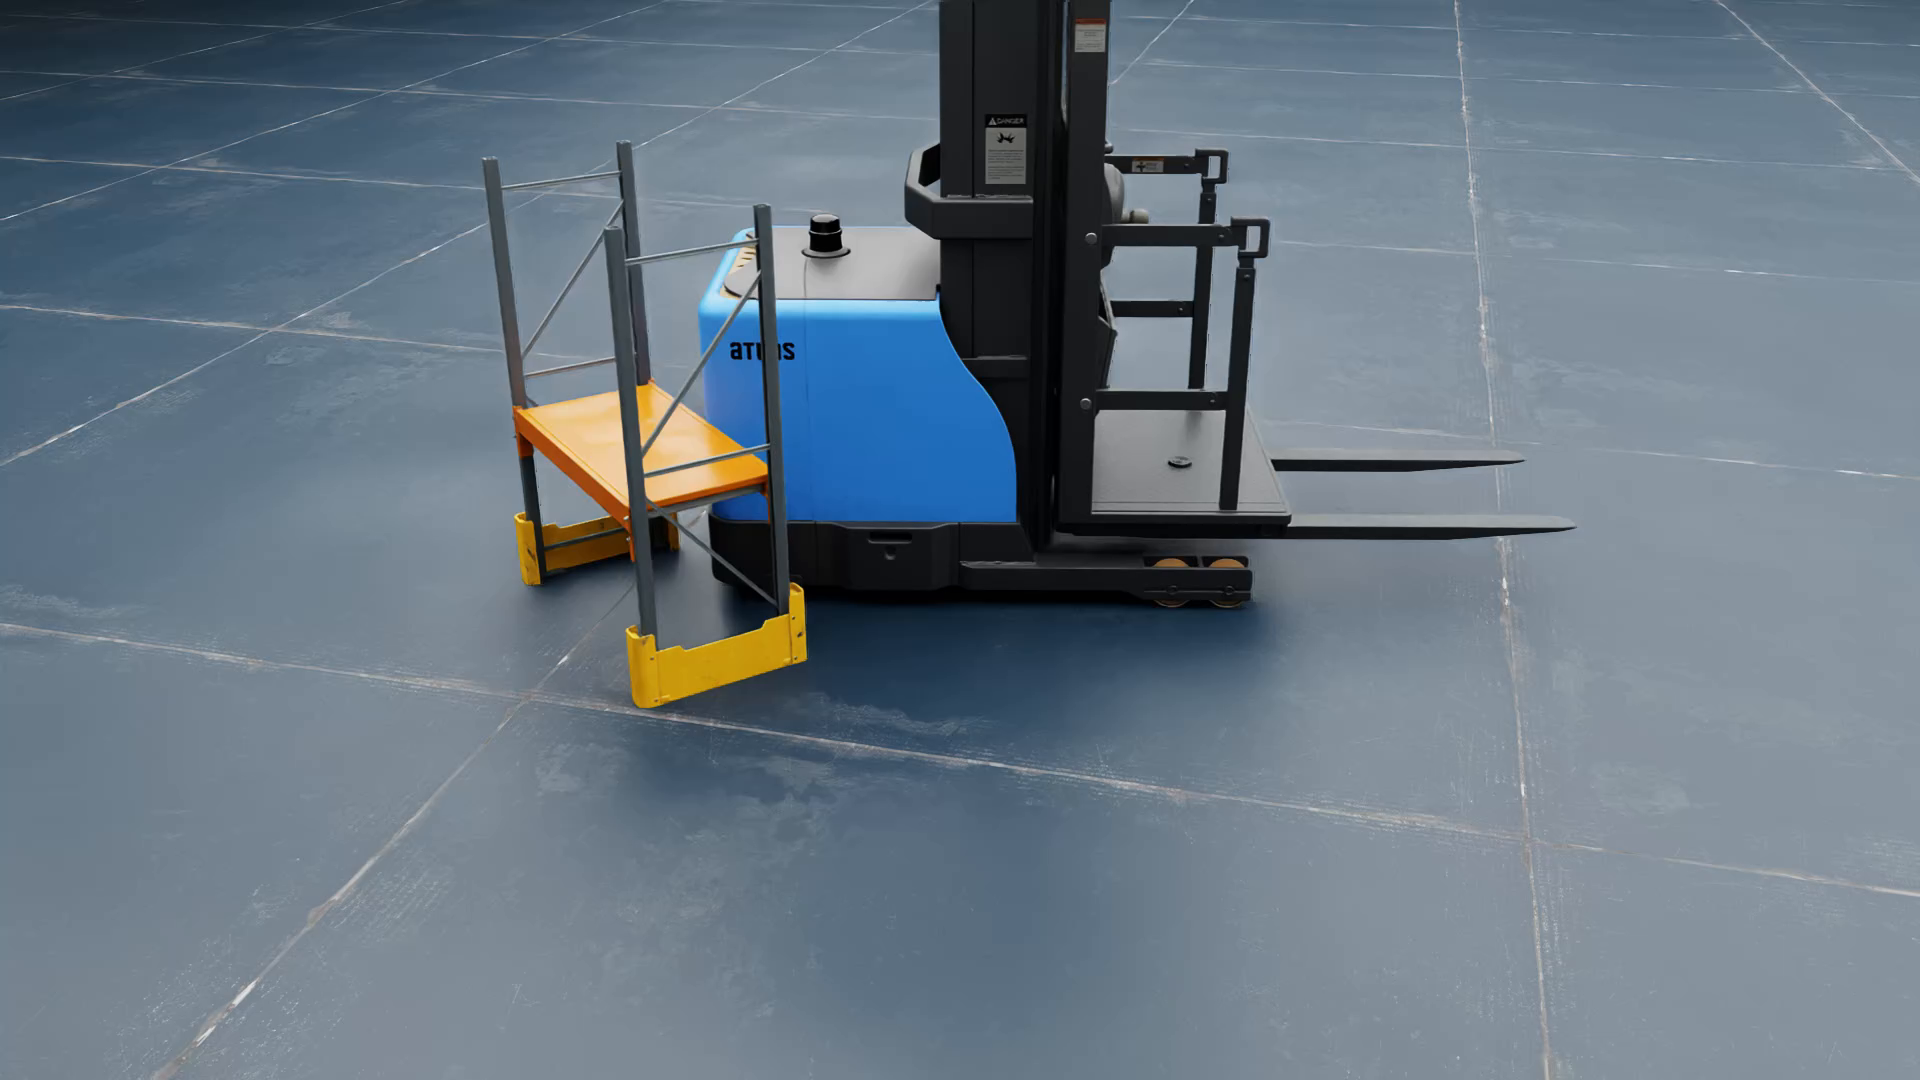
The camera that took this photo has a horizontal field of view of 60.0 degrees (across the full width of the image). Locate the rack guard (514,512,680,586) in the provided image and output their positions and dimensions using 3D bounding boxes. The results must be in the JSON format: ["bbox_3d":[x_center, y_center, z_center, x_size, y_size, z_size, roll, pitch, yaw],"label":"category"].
[{"bbox_3d":[-1.305,-0.028,6.018,0.587,0.250,0.087,-16,30,-30],"label":"rack guard"}]

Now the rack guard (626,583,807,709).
[{"bbox_3d":[-0.762,0.331,5.264,0.587,0.250,0.087,-16,30,-30],"label":"rack guard"}]

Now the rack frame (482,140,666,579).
[{"bbox_3d":[-1.316,-0.599,5.764,0.500,1.500,0.032,-16,30,-30],"label":"rack frame"}]

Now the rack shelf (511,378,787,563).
[{"bbox_3d":[-1.038,-0.254,5.457,0.538,0.185,1.000,-16,30,-30],"label":"rack shelf"}]

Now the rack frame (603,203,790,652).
[{"bbox_3d":[-0.761,-0.233,4.995,0.500,1.500,0.032,-16,30,-30],"label":"rack frame"}]

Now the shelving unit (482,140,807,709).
[{"bbox_3d":[-1.033,-0.413,5.373,0.587,1.500,1.083,-16,30,-30],"label":"shelving unit"}]

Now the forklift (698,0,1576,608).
[{"bbox_3d":[0.650,-1.319,5.612,3.031,2.935,1.130,0,25,1],"label":"forklift"}]
